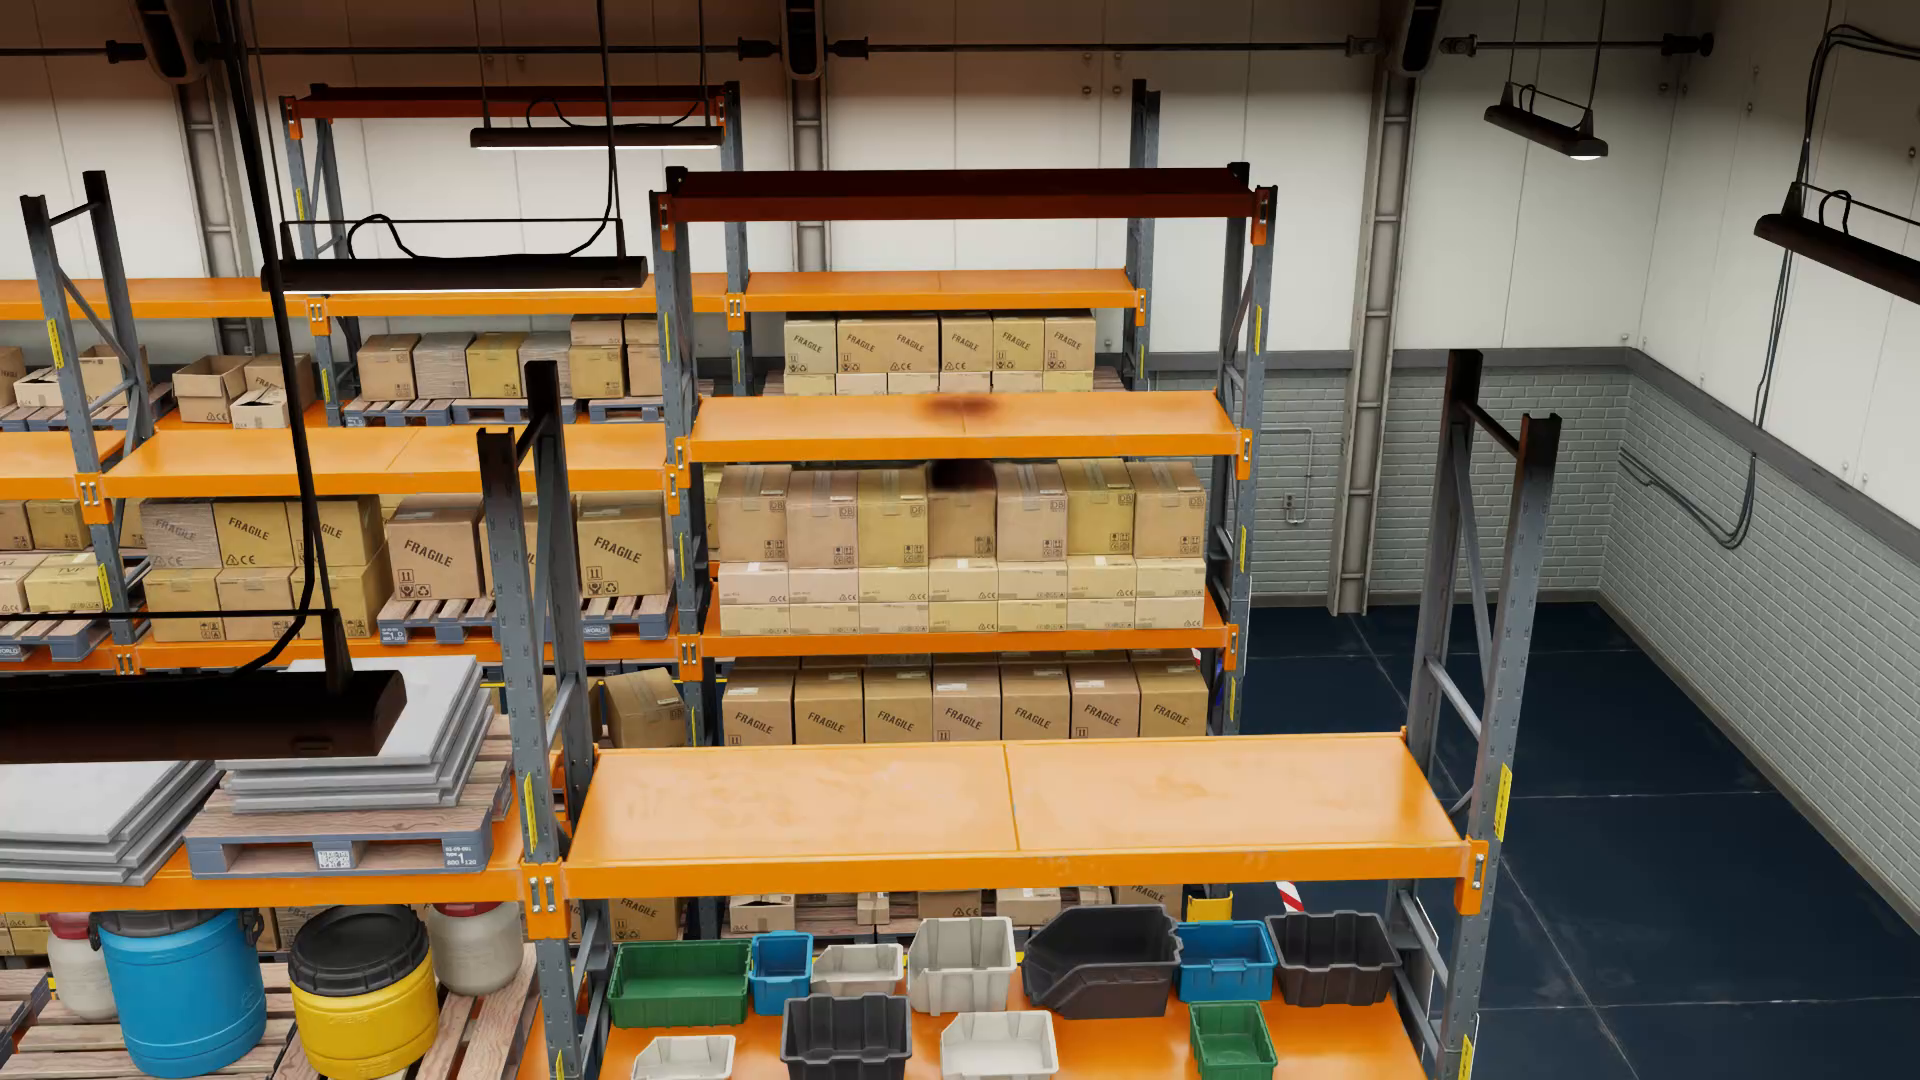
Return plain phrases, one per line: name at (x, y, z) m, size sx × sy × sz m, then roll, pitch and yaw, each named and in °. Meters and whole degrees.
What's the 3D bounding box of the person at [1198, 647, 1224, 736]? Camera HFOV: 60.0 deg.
person at (2.225, 1.584, 15.084) m, size 0.961 × 1.576 × 0.436 m, roll -8°, pitch 24°, yaw -20°
